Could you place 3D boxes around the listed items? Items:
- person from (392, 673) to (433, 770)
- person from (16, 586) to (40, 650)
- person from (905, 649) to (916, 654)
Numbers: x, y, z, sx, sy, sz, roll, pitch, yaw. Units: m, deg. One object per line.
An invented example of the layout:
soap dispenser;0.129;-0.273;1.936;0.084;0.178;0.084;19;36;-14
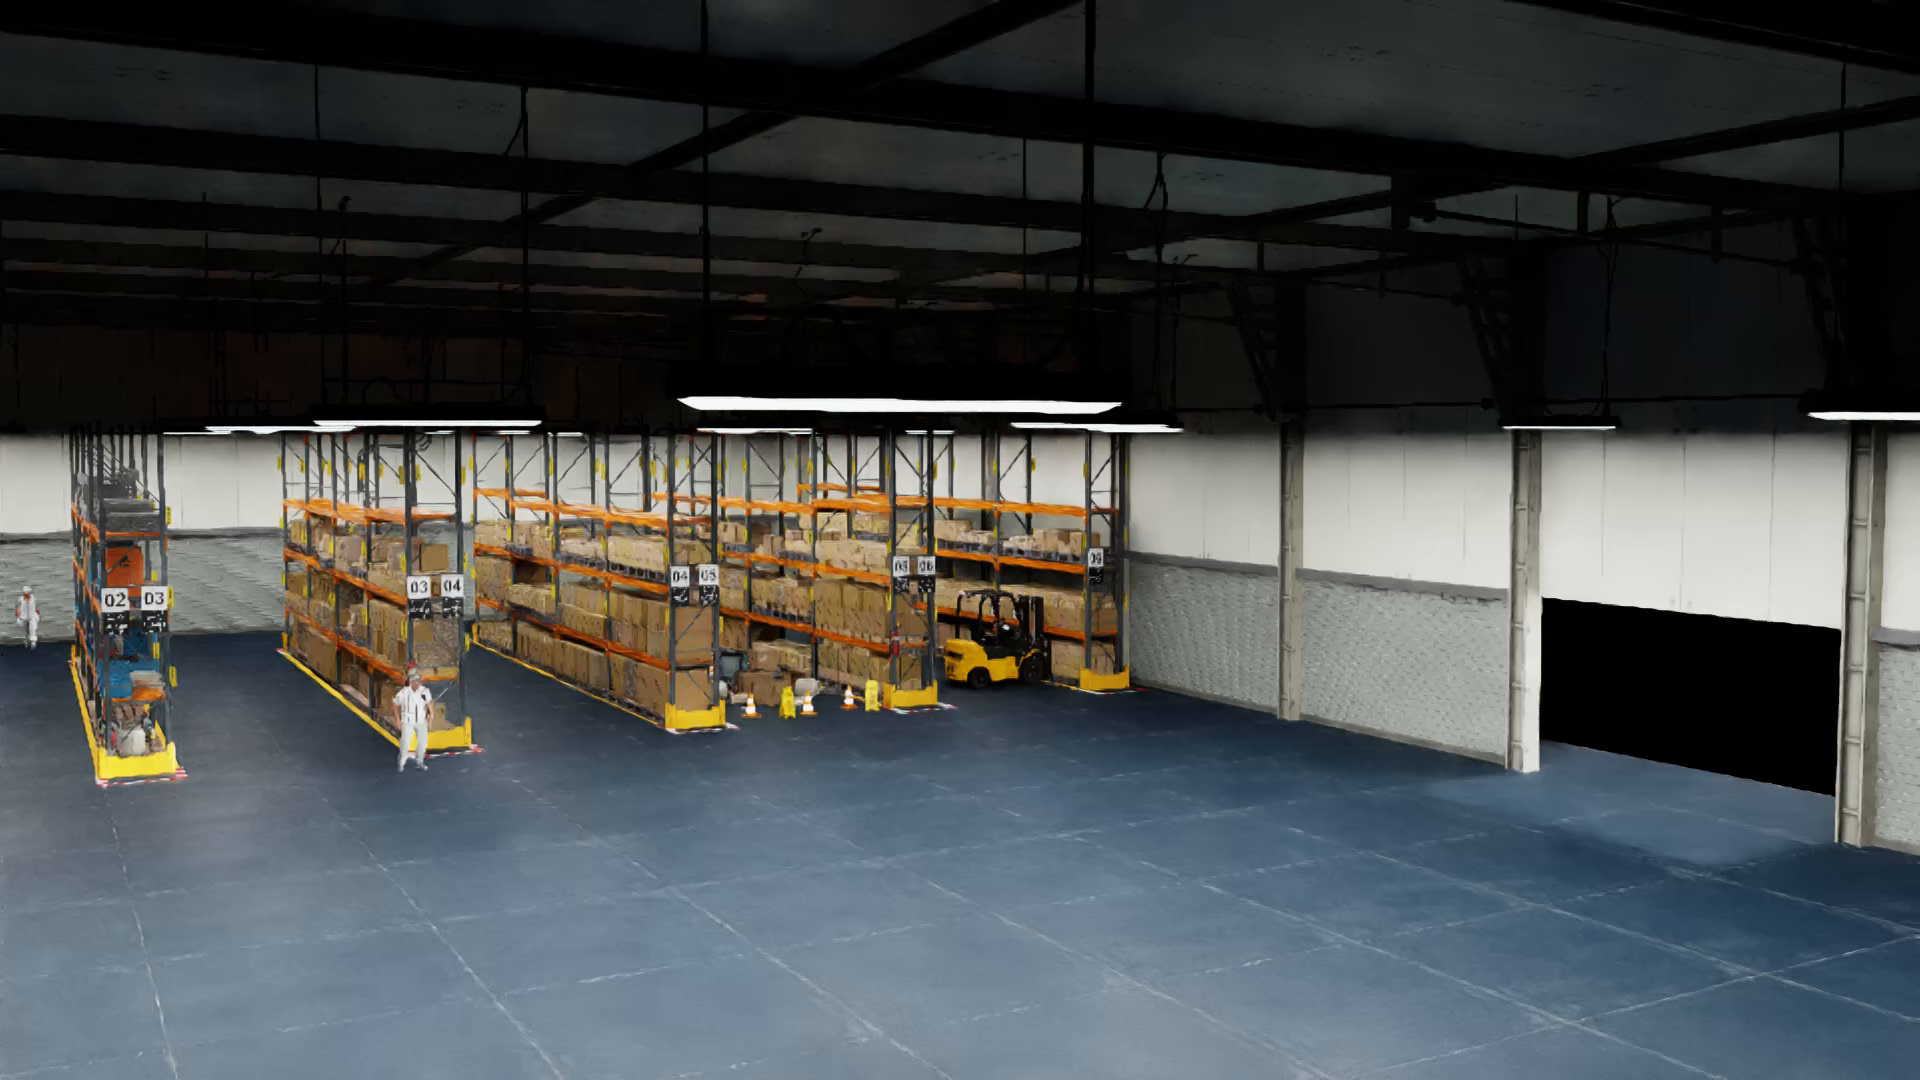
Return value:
person;-9.394;3.104;28.576;0.682;1.715;0.542;-2;4;-31
person;-25.150;2.083;44.858;0.553;1.709;1.123;-2;4;-27
person;-1.212;2.450;39.278;0.468;1.677;0.497;0;4;1
